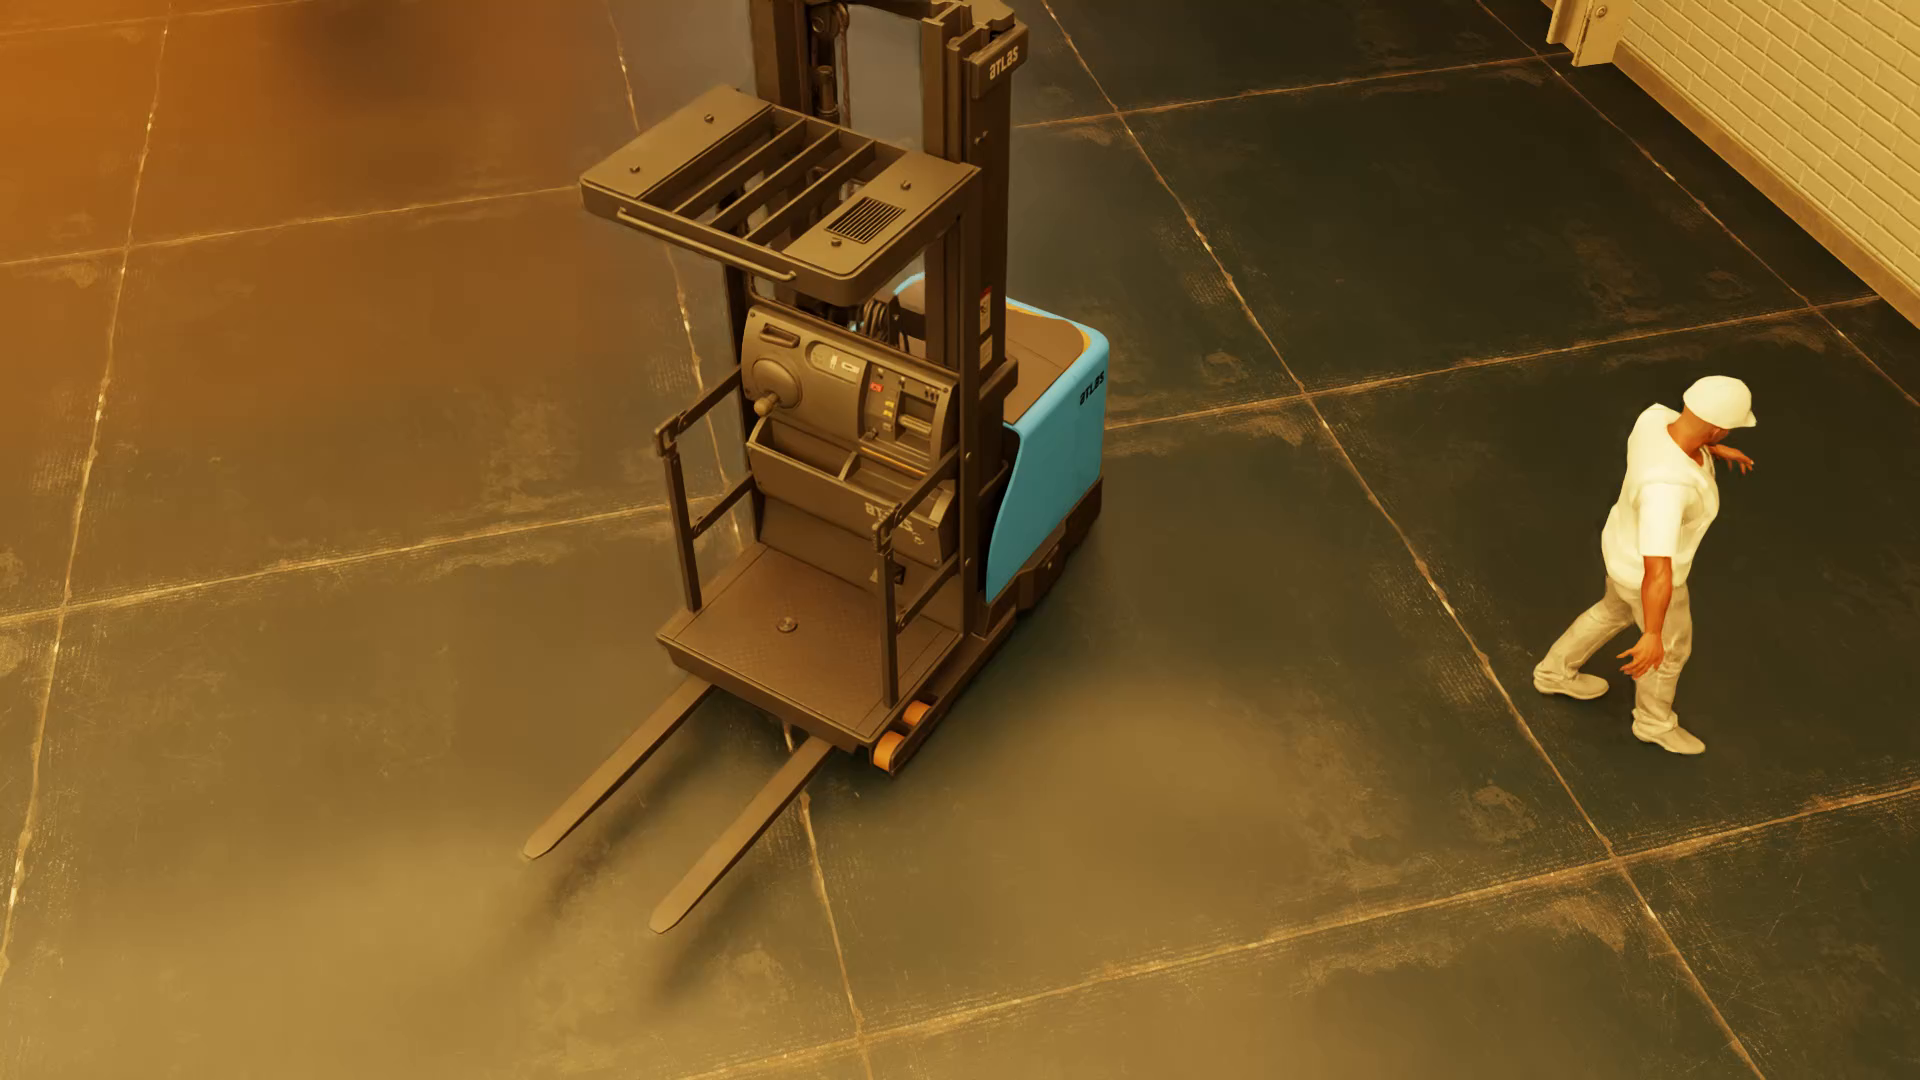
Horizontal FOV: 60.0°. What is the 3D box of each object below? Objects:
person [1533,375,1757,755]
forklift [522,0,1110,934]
[{"bbox_3d":[2.762,0.114,6.415,0.707,1.765,1.052,9,44,9],"label":"person"},{"bbox_3d":[-0.550,-0.492,6.166,1.130,2.935,3.031,23,48,23],"label":"forklift"}]
